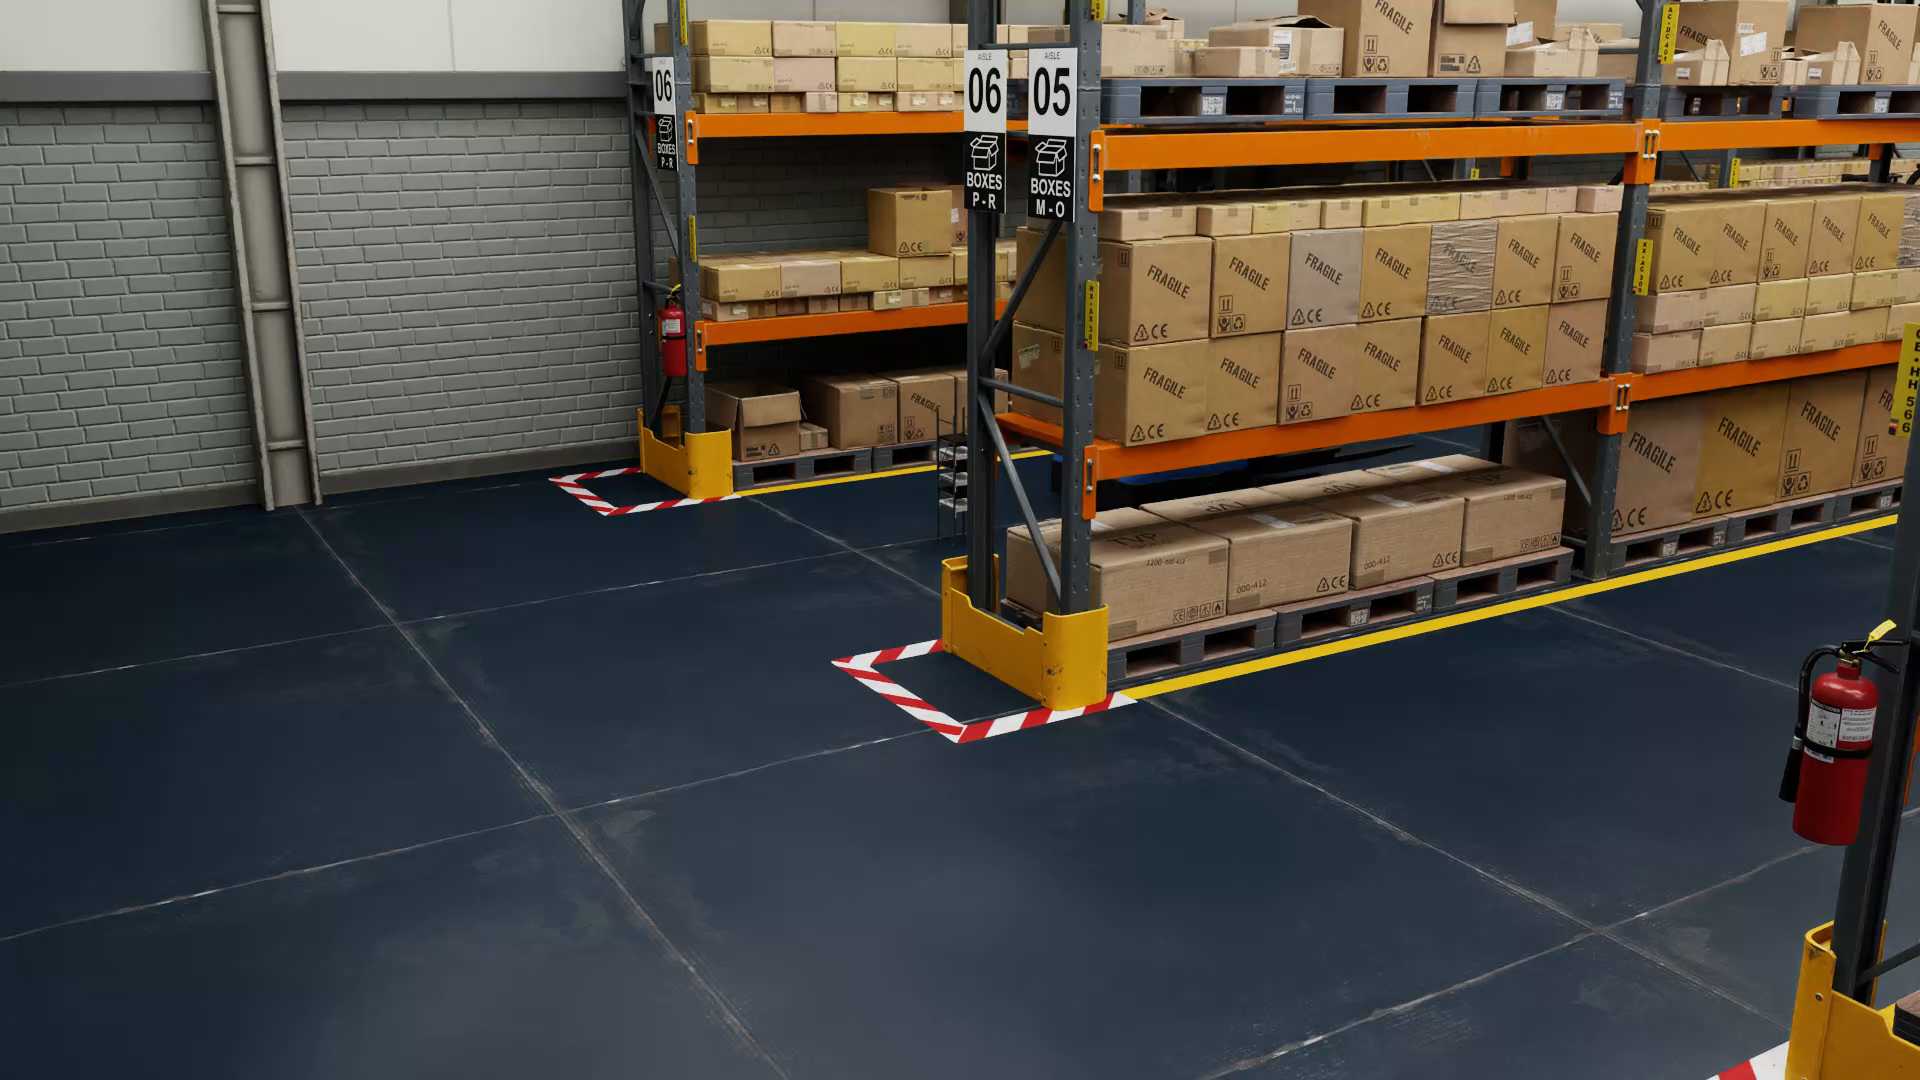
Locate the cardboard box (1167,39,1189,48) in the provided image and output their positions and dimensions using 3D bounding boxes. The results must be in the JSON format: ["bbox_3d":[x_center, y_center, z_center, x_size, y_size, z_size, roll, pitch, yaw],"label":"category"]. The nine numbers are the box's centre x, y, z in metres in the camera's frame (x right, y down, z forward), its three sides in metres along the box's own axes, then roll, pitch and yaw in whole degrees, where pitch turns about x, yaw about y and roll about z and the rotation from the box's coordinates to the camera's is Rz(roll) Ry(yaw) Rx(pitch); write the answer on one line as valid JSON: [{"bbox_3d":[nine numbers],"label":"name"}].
[{"bbox_3d":[1.696,-4.101,13.877,0.250,0.149,0.380,-9,18,-28],"label":"cardboard box"}]

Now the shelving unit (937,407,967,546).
[{"bbox_3d":[-0.007,-0.432,11.284,0.210,0.900,0.258,-9,18,-30],"label":"shelving unit"}]

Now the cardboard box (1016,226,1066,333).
[{"bbox_3d":[0.636,-1.392,8.781,0.500,0.500,0.500,-9,18,-28],"label":"cardboard box"}]

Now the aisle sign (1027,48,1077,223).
[{"bbox_3d":[0.433,-1.915,7.868,0.004,0.787,0.394,-9,18,-30],"label":"aisle sign"}]

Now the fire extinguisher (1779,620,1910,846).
[{"bbox_3d":[2.528,0.536,4.775,0.183,0.674,0.296,-9,18,-30],"label":"fire extinguisher"}]

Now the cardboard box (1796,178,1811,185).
[{"bbox_3d":[9.386,-4.033,18.851,0.250,0.149,0.380,-9,18,-30],"label":"cardboard box"}]

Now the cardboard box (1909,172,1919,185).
[{"bbox_3d":[11.348,-4.360,20.019,0.250,0.149,0.380,-9,18,-29],"label":"cardboard box"}]

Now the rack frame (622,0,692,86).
[{"bbox_3d":[-2.214,-4.777,11.779,0.127,3.000,1.000,-9,18,-30],"label":"rack frame"}]

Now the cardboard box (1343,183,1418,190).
[{"bbox_3d":[2.474,-2.019,9.817,0.250,0.149,0.380,-10,18,-31],"label":"cardboard box"}]

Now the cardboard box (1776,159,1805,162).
[{"bbox_3d":[9.762,-4.410,19.648,0.250,0.149,0.380,-9,18,-29],"label":"cardboard box"}]

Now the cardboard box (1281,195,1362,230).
[{"bbox_3d":[1.912,-1.745,8.836,0.250,0.149,0.380,-9,18,-29],"label":"cardboard box"}]

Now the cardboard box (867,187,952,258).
[{"bbox_3d":[-0.401,-2.530,13.214,0.500,0.500,0.500,-9,18,-28],"label":"cardboard box"}]

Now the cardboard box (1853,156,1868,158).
[{"bbox_3d":[11.103,-4.619,20.392,0.250,0.149,0.380,-10,18,-31],"label":"cardboard box"}]

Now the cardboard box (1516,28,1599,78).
[{"bbox_3d":[3.391,-2.764,9.440,0.258,0.266,0.396,-9,18,-28],"label":"cardboard box"}]

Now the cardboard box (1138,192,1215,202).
[{"bbox_3d":[1.170,-1.800,9.035,0.250,0.149,0.380,-9,18,-28],"label":"cardboard box"}]

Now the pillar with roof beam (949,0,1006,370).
[{"bbox_3d":[2.371,-4.449,10.608,0.400,9.000,9.100,-9,18,-30],"label":"pillar with roof beam"}]

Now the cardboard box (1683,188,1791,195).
[{"bbox_3d":[5.348,-2.161,11.525,0.500,0.500,0.500,-9,18,-29],"label":"cardboard box"}]

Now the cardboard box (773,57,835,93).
[{"bbox_3d":[-1.268,-3.478,12.428,0.500,0.250,0.500,-9,18,-29],"label":"cardboard box"}]

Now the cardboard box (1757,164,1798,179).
[{"bbox_3d":[9.163,-4.143,18.693,0.250,0.149,0.380,-9,18,-28],"label":"cardboard box"}]

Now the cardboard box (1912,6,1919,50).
[{"bbox_3d":[6.452,-3.366,11.338,0.500,0.500,0.700,-10,19,-32],"label":"cardboard box"}]

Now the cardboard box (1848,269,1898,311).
[{"bbox_3d":[6.053,-1.747,11.436,0.500,0.250,0.500,-10,18,-31],"label":"cardboard box"}]

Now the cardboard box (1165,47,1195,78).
[{"bbox_3d":[1.003,-2.474,8.624,0.250,0.149,0.380,-11,19,-34],"label":"cardboard box"}]

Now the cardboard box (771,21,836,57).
[{"bbox_3d":[-1.259,-3.714,12.346,0.500,0.250,0.500,-9,18,-30],"label":"cardboard box"}]

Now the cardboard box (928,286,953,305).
[{"bbox_3d":[-0.261,-2.010,13.489,0.250,0.149,0.380,-9,18,-30],"label":"cardboard box"}]

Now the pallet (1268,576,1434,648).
[{"bbox_3d":[2.035,0.305,9.932,1.213,0.211,1.003,-9,18,-30],"label":"pallet"}]

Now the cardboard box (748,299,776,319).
[{"bbox_3d":[-1.597,-1.796,12.724,0.250,0.149,0.380,-9,18,-28],"label":"cardboard box"}]

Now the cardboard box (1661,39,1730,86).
[{"bbox_3d":[4.383,-2.867,9.993,0.258,0.266,0.396,-9,18,-30],"label":"cardboard box"}]

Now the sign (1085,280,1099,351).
[{"bbox_3d":[0.626,-1.066,7.905,0.005,0.325,0.100,-9,18,-30],"label":"sign"}]

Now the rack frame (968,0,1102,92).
[{"bbox_3d":[0.345,-3.629,7.684,0.127,3.000,1.000,-9,18,-30],"label":"rack frame"}]

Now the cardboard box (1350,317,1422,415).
[{"bbox_3d":[2.190,-1.006,9.255,0.500,0.500,0.500,-9,18,-28],"label":"cardboard box"}]

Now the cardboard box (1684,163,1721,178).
[{"bbox_3d":[8.427,-4.200,18.896,0.250,0.149,0.380,-10,18,-31],"label":"cardboard box"}]

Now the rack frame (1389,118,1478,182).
[{"bbox_3d":[4.643,-3.000,16.556,0.127,3.000,1.000,-9,18,-30],"label":"rack frame"}]

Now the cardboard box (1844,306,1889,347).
[{"bbox_3d":[6.033,-1.509,11.513,0.500,0.250,0.500,-9,18,-30],"label":"cardboard box"}]

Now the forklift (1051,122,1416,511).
[{"bbox_3d":[2.201,-1.824,12.488,3.031,2.935,1.130,-10,18,-31],"label":"forklift"}]

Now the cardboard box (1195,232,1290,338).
[{"bbox_3d":[1.343,-1.344,8.610,0.500,0.500,0.500,-10,18,-31],"label":"cardboard box"}]

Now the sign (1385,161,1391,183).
[{"bbox_3d":[4.355,-3.686,16.856,0.005,0.325,0.100,-9,18,-30],"label":"sign"}]

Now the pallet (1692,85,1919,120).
[{"bbox_3d":[5.721,-2.948,11.161,1.213,0.211,1.003,-8,18,-27],"label":"pallet"}]

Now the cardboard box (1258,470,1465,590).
[{"bbox_3d":[2.413,-0.078,10.099,0.875,0.438,0.875,-10,18,-31],"label":"cardboard box"}]

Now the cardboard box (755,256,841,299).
[{"bbox_3d":[-1.255,-2.030,12.822,0.500,0.250,0.500,-9,18,-29],"label":"cardboard box"}]

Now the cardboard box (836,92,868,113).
[{"bbox_3d":[-0.894,-3.325,12.623,0.250,0.149,0.380,-9,18,-30],"label":"cardboard box"}]

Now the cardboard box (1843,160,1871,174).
[{"bbox_3d":[10.479,-4.354,19.447,0.250,0.149,0.380,-9,18,-28],"label":"cardboard box"}]

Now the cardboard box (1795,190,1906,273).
[{"bbox_3d":[6.030,-2.109,11.338,0.500,0.500,0.500,-9,18,-30],"label":"cardboard box"}]

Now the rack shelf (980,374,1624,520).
[{"bbox_3d":[2.060,-0.672,9.583,4.000,0.370,1.077,-9,18,-30],"label":"rack shelf"}]

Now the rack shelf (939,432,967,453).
[{"bbox_3d":[-0.007,-0.660,11.220,0.200,0.077,0.258,-9,18,-30],"label":"rack shelf"}]

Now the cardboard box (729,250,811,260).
[{"bbox_3d":[-1.514,-2.156,13.271,0.500,0.250,0.500,-9,18,-30],"label":"cardboard box"}]

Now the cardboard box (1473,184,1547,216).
[{"bbox_3d":[3.173,-1.978,9.669,0.250,0.149,0.380,-9,18,-30],"label":"cardboard box"}]

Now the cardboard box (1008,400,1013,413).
[{"bbox_3d":[0.582,-1.135,14.189,0.258,0.266,0.396,-8,18,-28],"label":"cardboard box"}]
